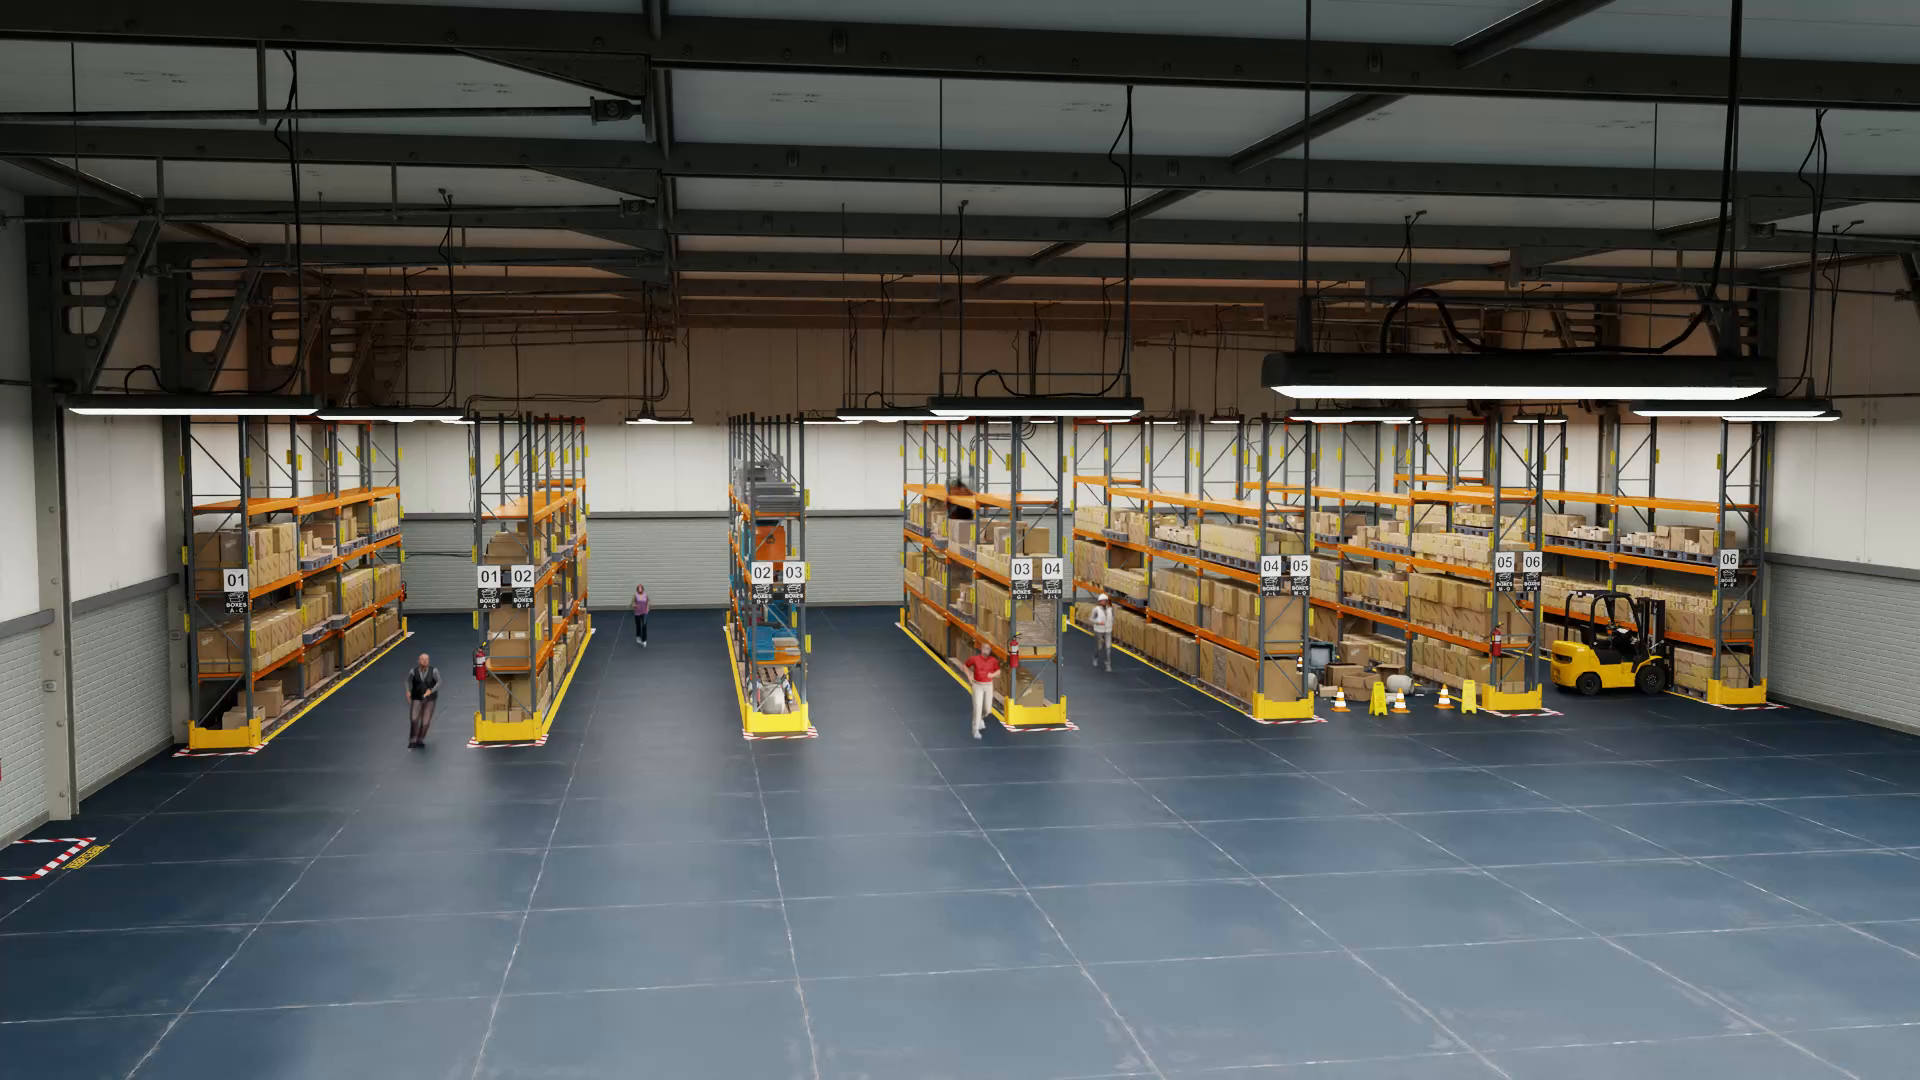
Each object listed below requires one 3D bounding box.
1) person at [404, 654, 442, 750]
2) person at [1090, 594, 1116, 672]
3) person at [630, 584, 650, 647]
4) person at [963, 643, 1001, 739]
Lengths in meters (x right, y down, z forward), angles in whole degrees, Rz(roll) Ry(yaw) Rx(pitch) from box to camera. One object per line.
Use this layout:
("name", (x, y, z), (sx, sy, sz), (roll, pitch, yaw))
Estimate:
("person", (-9.605, 2.912, 29.764), (0.649, 1.742, 0.611), (-1, 4, -18))
("person", (3.365, 2.169, 39.190), (0.675, 1.803, 0.851), (-1, 4, -14))
("person", (-8.343, 1.953, 43.397), (0.539, 1.604, 0.870), (-1, 4, -17))
("person", (0.445, 2.776, 30.990), (0.679, 1.724, 0.970), (-1, 4, -21))
